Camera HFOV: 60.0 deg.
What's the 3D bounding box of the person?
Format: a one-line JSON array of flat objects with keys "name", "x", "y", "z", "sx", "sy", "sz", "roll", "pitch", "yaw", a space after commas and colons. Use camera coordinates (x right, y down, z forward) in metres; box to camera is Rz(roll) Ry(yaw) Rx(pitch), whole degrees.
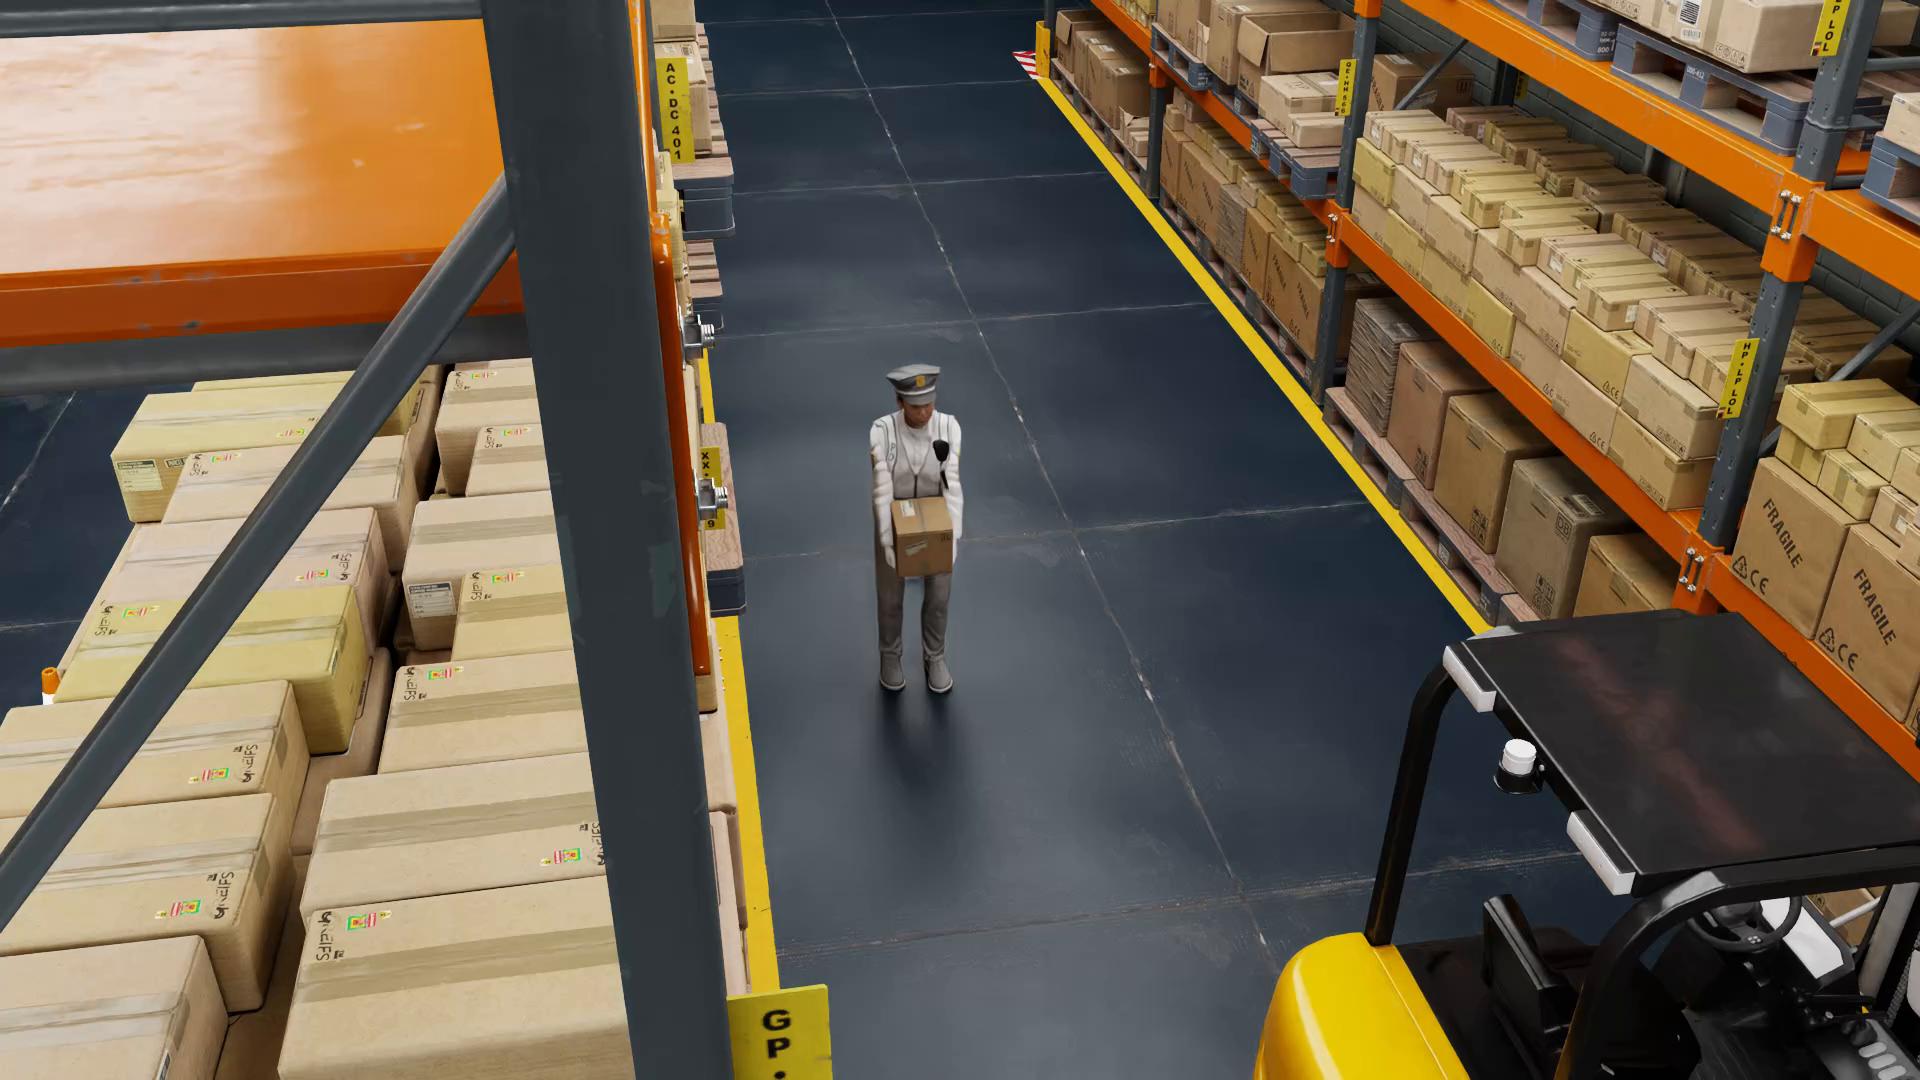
[{"name": "person", "x": -0.193, "y": -0.032, "z": 7.683, "sx": 0.416, "sy": 1.674, "sz": 0.535, "roll": -5, "pitch": 31, "yaw": -8}]
